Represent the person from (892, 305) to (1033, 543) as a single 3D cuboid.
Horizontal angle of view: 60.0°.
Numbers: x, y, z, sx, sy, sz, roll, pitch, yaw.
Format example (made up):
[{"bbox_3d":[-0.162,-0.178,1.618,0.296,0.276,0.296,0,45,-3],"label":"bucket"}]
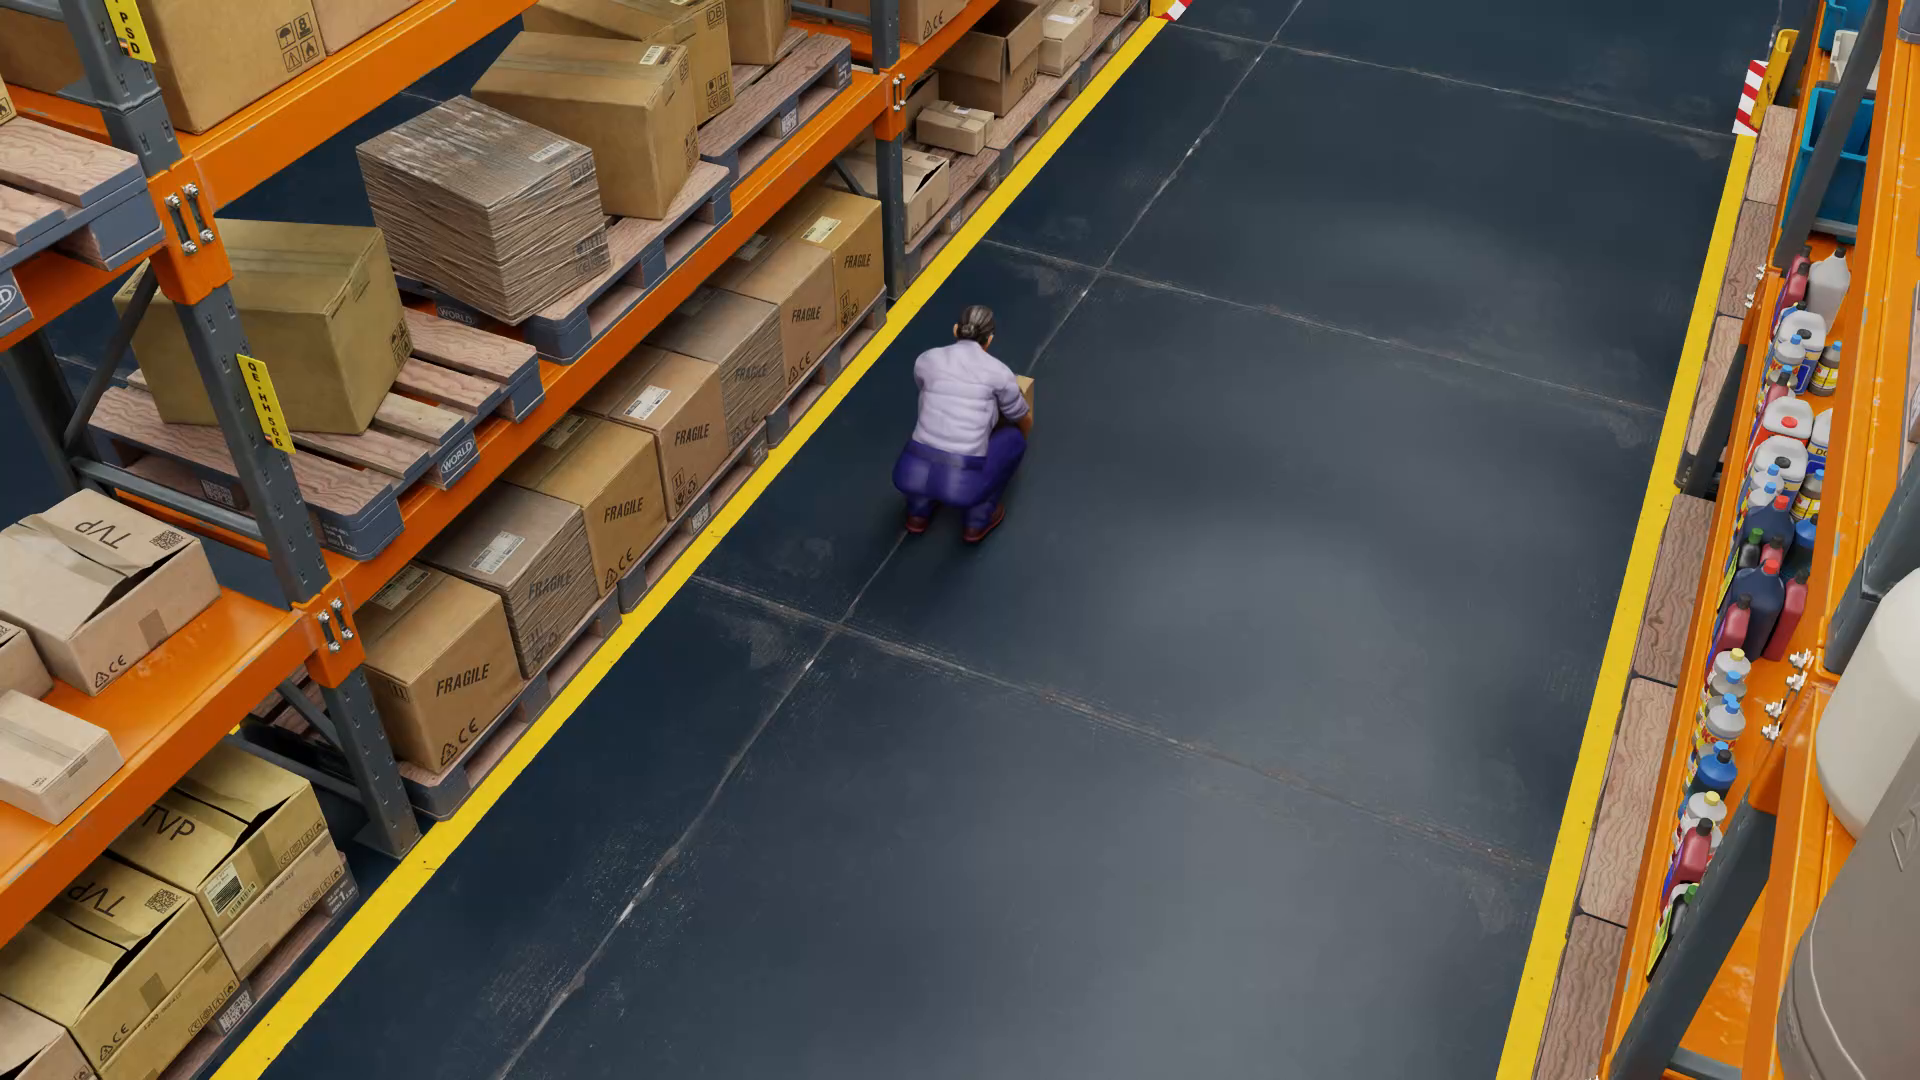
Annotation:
[{"bbox_3d":[0.009,-0.485,7.263,0.520,0.910,0.832,18,45,18],"label":"person"}]
